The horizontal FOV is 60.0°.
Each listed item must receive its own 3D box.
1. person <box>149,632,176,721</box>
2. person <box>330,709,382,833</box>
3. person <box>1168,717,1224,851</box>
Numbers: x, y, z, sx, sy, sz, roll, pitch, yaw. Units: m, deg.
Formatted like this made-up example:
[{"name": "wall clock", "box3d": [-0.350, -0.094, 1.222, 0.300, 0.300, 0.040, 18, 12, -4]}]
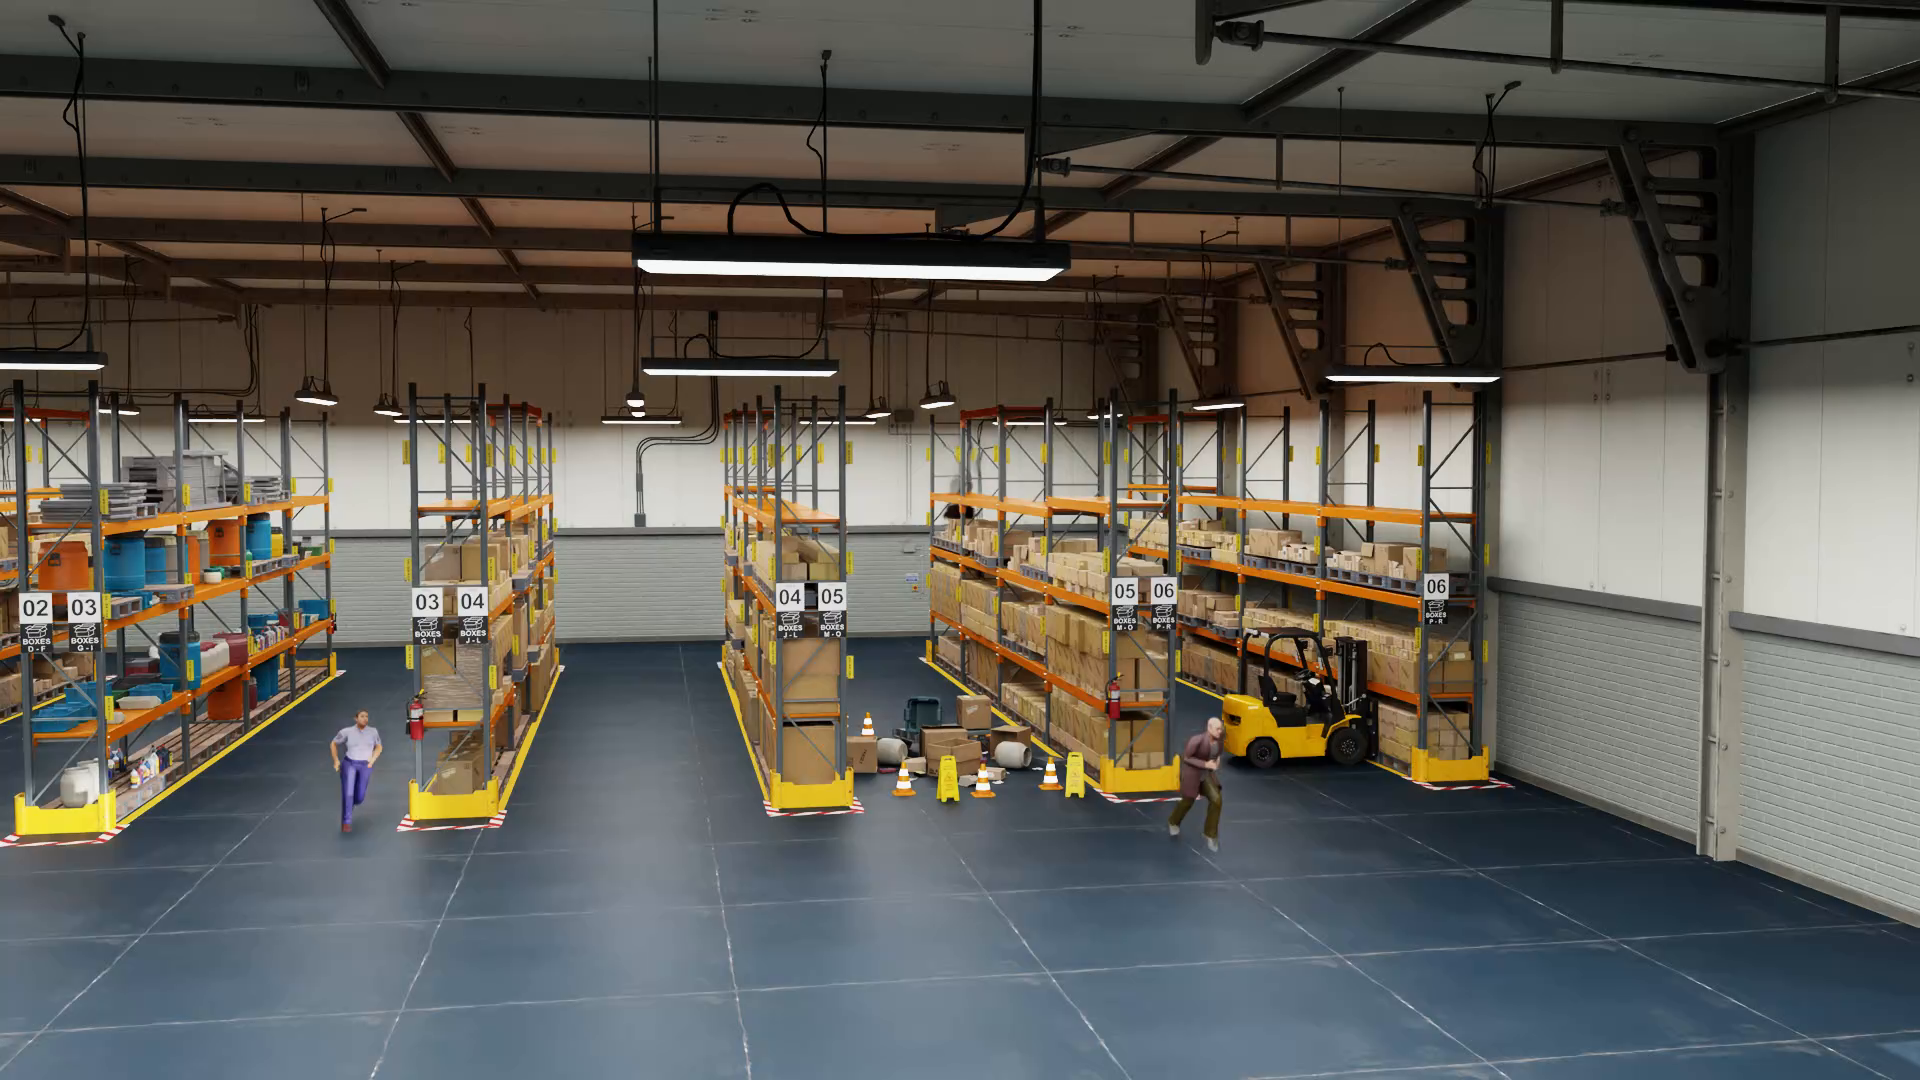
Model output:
[{"name": "person", "box3d": [-15.163, 2.599, 31.656, 0.537, 1.716, 0.842, -1, 3, -17]}, {"name": "person", "box3d": [-8.138, 3.087, 22.430, 0.646, 1.620, 0.684, -2, 3, -32]}, {"name": "person", "box3d": [3.047, 3.102, 21.408, 0.752, 1.744, 1.068, -2, 3, -31]}]
